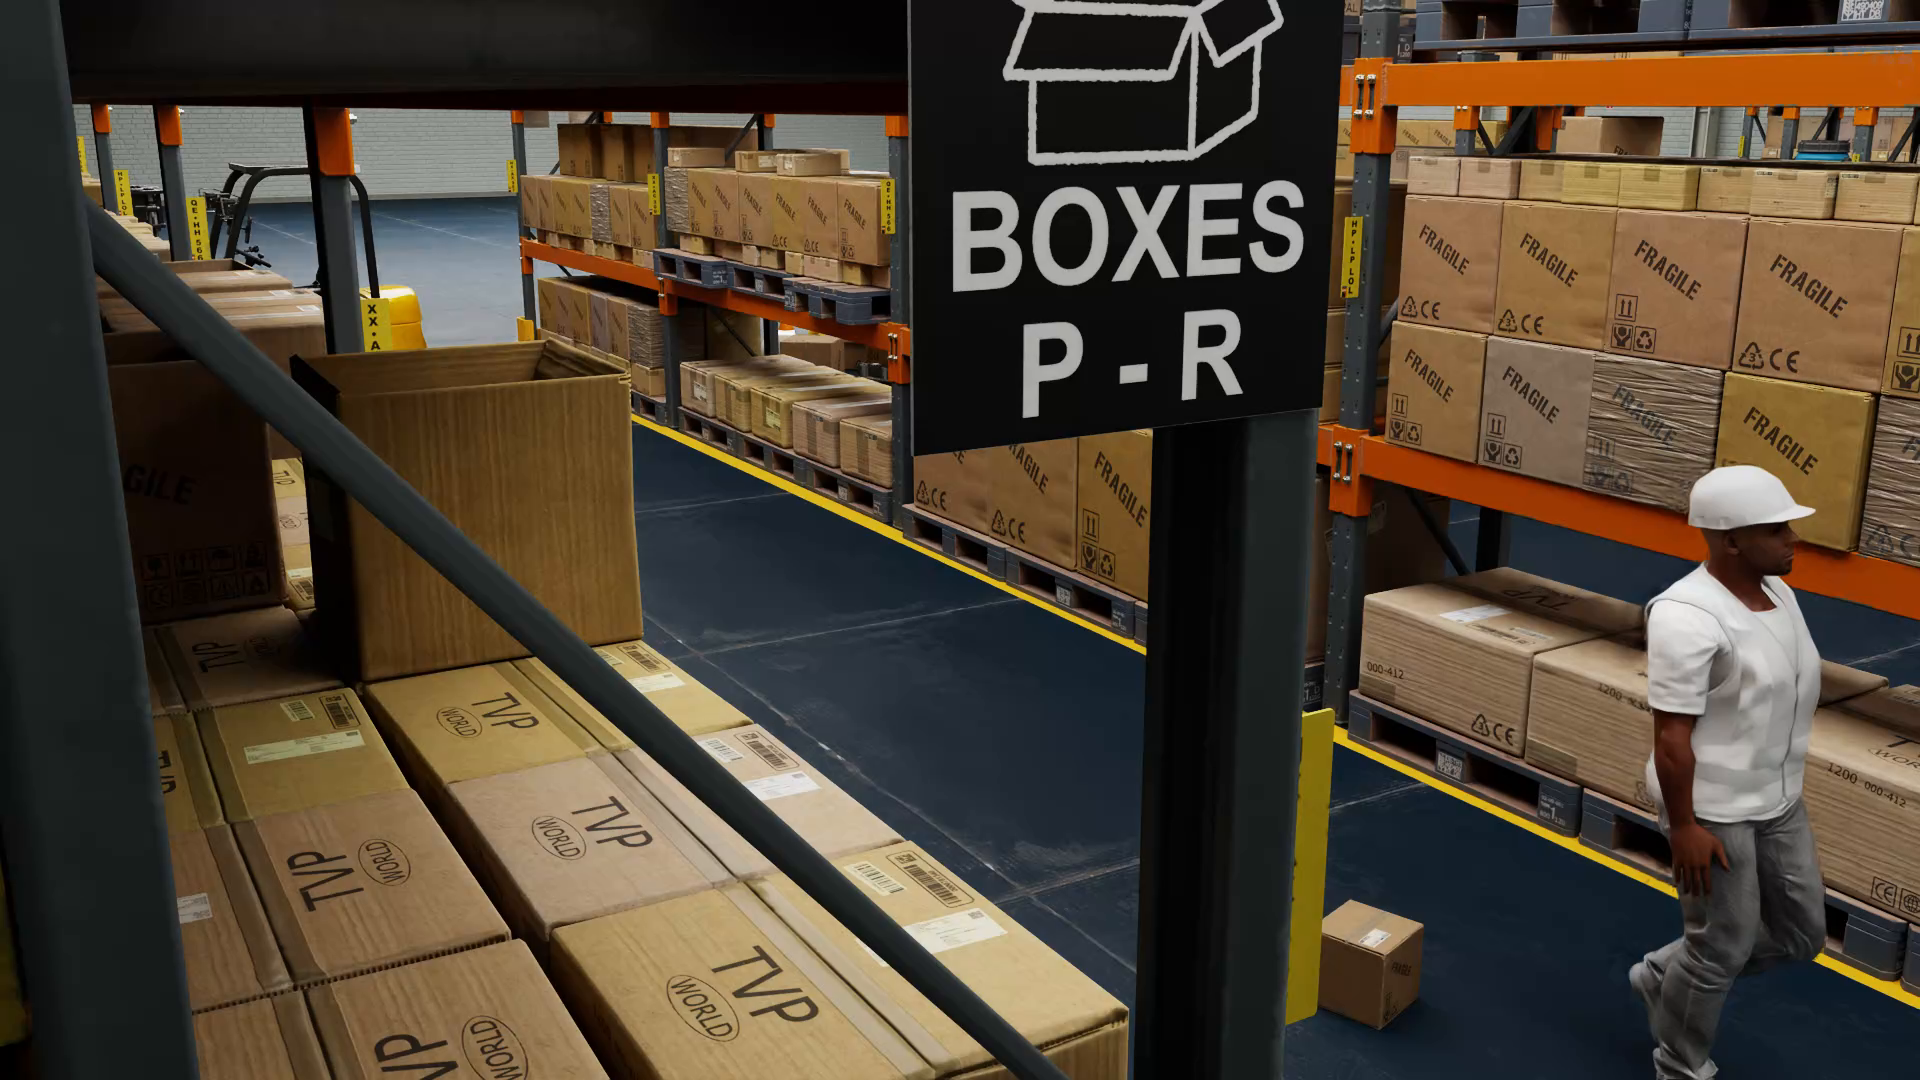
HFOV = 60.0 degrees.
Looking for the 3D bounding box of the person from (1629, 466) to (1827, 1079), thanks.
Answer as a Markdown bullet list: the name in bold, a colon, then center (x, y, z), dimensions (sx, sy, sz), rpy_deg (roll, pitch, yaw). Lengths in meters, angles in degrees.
- **person**: center (1.984, 0.669, 4.338), dimensions (0.564, 1.756, 0.493), rpy_deg (-11, 18, -36)
